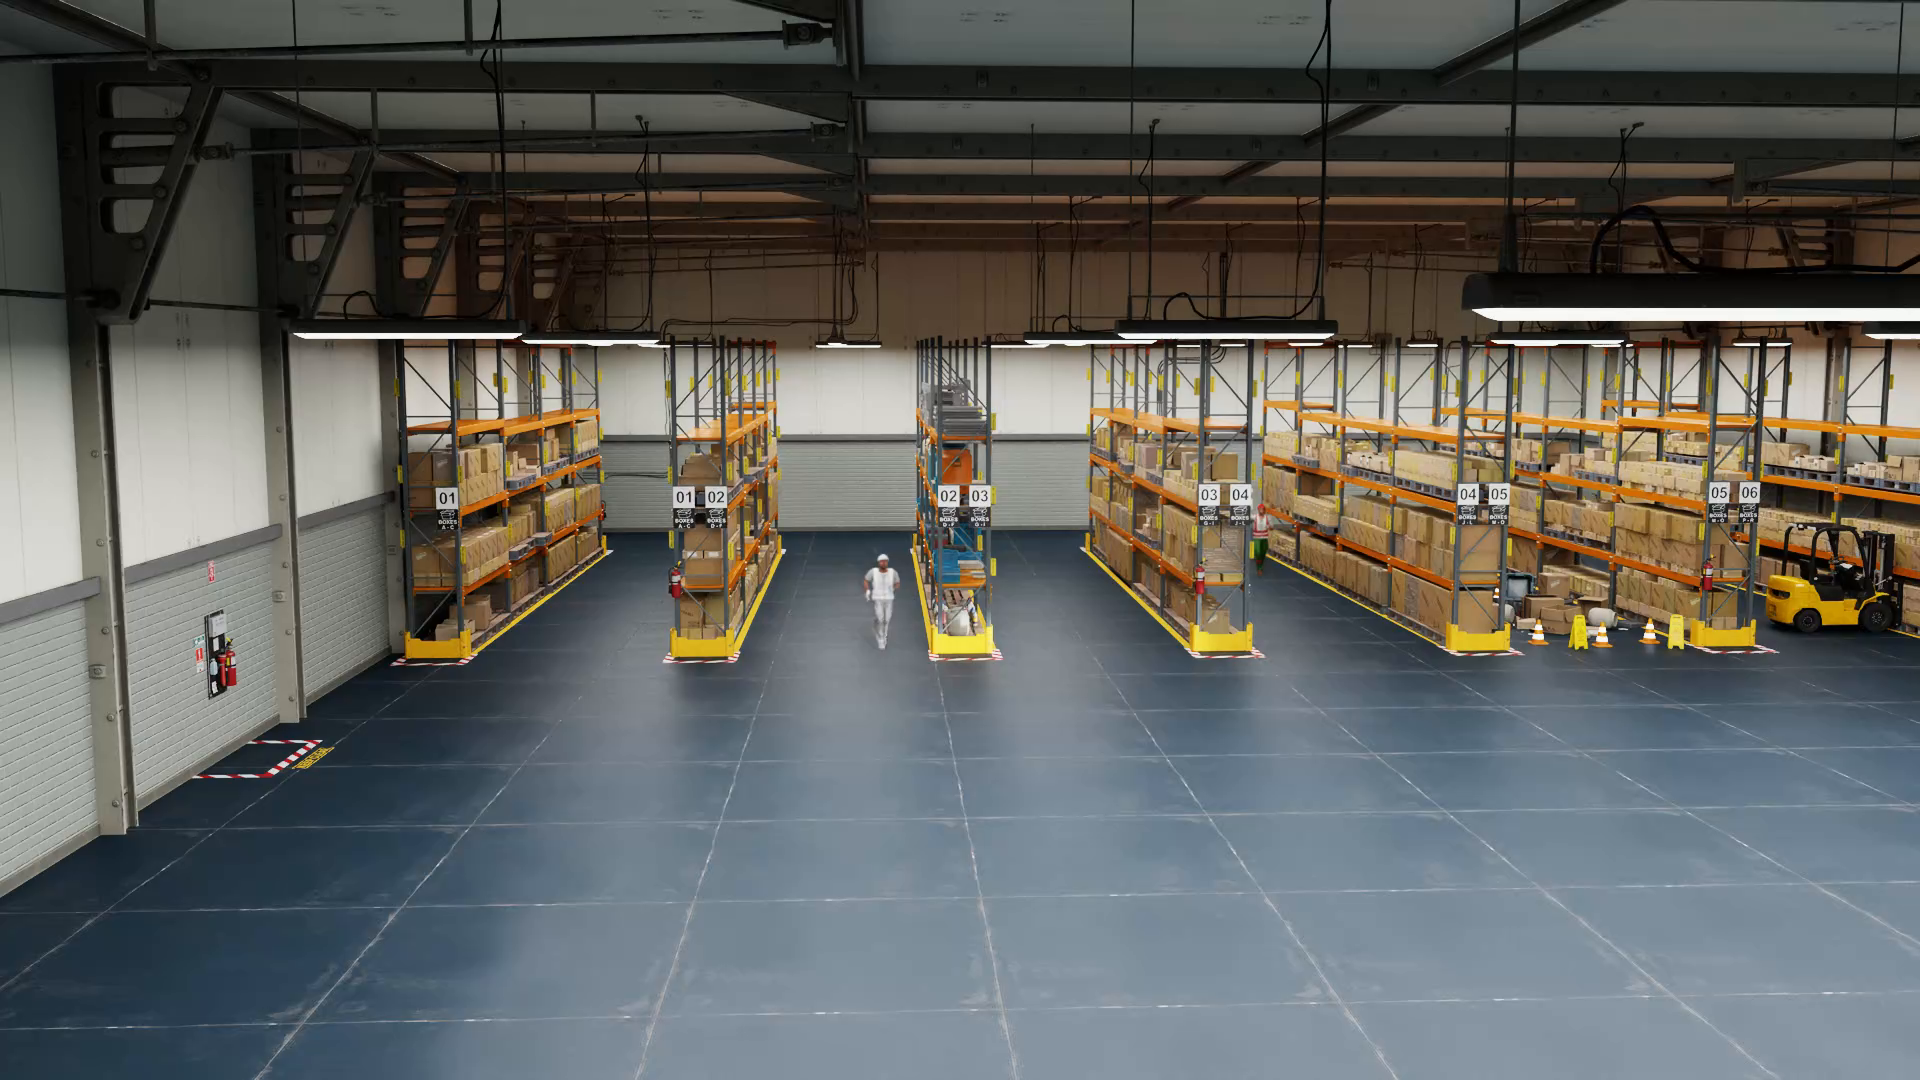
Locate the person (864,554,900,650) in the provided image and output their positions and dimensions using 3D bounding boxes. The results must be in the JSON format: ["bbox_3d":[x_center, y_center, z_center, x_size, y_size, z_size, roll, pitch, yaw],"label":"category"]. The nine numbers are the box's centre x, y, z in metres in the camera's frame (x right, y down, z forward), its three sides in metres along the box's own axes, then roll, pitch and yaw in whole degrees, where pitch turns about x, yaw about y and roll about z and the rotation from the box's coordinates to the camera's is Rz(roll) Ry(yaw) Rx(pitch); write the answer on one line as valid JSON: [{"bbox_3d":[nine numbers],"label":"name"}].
[{"bbox_3d":[-1.485,1.190,32.228,0.658,1.838,0.719,-2,7,-15],"label":"person"}]

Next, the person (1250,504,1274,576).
[{"bbox_3d":[7.704,-0.033,42.578,0.660,1.781,0.987,0,6,-1],"label":"person"}]
